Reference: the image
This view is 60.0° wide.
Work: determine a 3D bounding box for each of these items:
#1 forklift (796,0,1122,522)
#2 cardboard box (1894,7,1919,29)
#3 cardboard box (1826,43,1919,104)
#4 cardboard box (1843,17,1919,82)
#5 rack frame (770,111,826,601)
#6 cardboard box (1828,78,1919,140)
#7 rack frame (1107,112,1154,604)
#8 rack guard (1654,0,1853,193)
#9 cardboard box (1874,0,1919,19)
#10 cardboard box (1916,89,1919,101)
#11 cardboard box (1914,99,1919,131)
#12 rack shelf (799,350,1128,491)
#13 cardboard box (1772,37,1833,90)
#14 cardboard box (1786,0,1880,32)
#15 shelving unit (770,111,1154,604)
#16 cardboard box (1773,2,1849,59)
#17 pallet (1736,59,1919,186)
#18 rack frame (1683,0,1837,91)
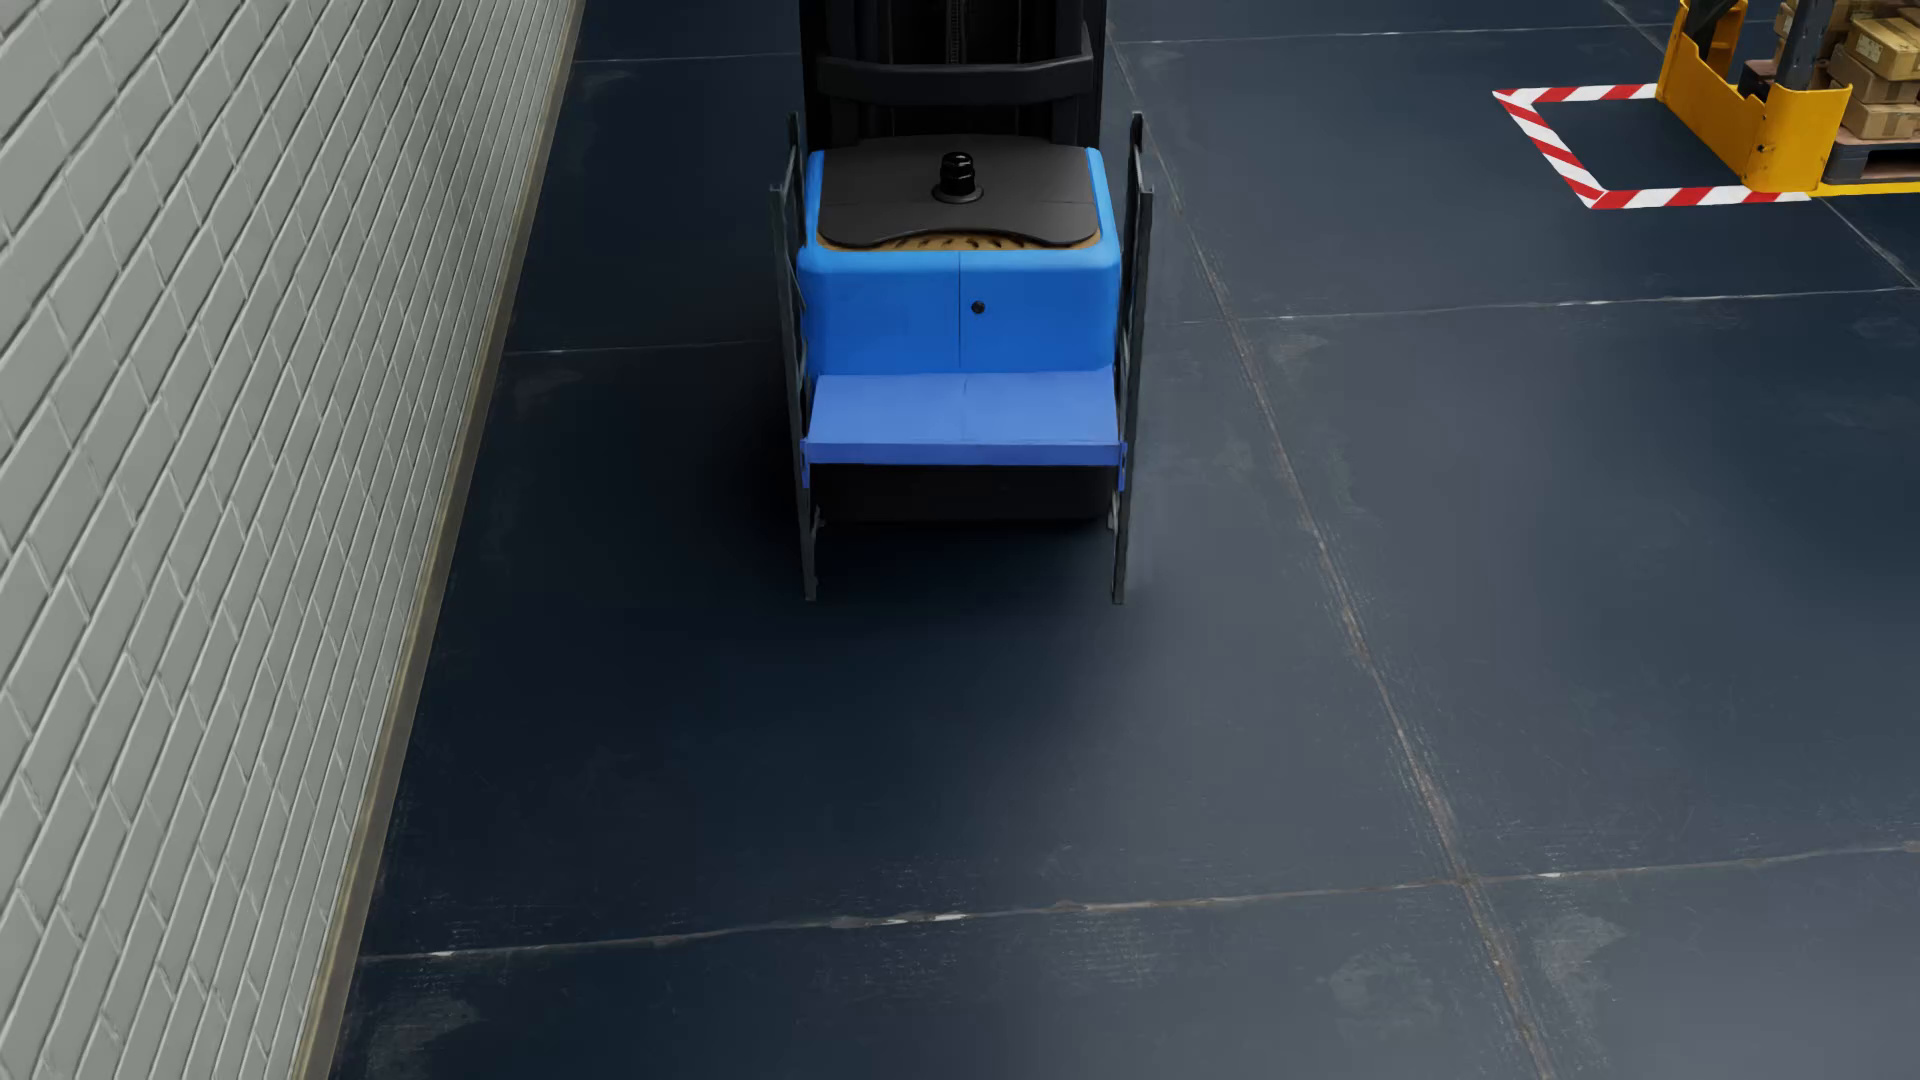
[{"bbox_3d":[-0.031,-2.100,6.045,1.130,2.935,3.031,-1,38,-1],"label":"forklift"},{"bbox_3d":[4.586,-2.359,7.800,0.250,0.149,0.380,-2,38,-3],"label":"cardboard box"},{"bbox_3d":[4.314,-2.204,7.844,0.250,0.149,0.380,-2,38,-2],"label":"cardboard box"},{"bbox_3d":[4.322,-2.269,7.687,0.250,0.149,0.380,-5,39,-6],"label":"cardboard box"},{"bbox_3d":[-0.494,-0.534,5.208,0.032,1.500,0.500,0,40,1],"label":"rack frame"},{"bbox_3d":[4.320,-2.048,7.886,0.250,0.149,0.380,-2,38,-3],"label":"cardboard box"},{"bbox_3d":[0.522,-0.525,5.187,0.032,1.500,0.500,0,40,1],"label":"rack frame"},{"bbox_3d":[3.845,-2.194,8.127,0.348,0.500,1.175,-3,38,-4],"label":"rack guard"},{"bbox_3d":[4.530,-2.614,8.123,0.250,0.149,0.380,-2,38,-3],"label":"cardboard box"},{"bbox_3d":[4.592,-2.184,7.819,0.250,0.149,0.380,-3,38,-4],"label":"cardboard box"},{"bbox_3d":[4.573,-2.113,7.968,0.250,0.149,0.380,-3,38,-4],"label":"cardboard box"},{"bbox_3d":[0.015,-0.391,5.312,1.000,0.185,0.538,0,40,1],"label":"rack shelf"},{"bbox_3d":[4.276,-2.374,8.300,0.250,0.149,0.380,-3,38,-3],"label":"cardboard box"},{"bbox_3d":[4.275,-2.635,8.151,0.250,0.149,0.380,-3,38,-3],"label":"cardboard box"},{"bbox_3d":[0.014,-0.530,5.197,1.048,1.500,0.538,0,40,1],"label":"shelving unit"},{"bbox_3d":[4.270,-2.538,8.268,0.250,0.149,0.380,-4,38,-5],"label":"cardboard box"},{"bbox_3d":[4.658,-2.103,8.245,1.213,0.211,1.003,-3,38,-4],"label":"pallet"},{"bbox_3d":[3.770,-3.171,7.347,0.127,3.000,1.000,-3,38,-4],"label":"rack frame"}]
